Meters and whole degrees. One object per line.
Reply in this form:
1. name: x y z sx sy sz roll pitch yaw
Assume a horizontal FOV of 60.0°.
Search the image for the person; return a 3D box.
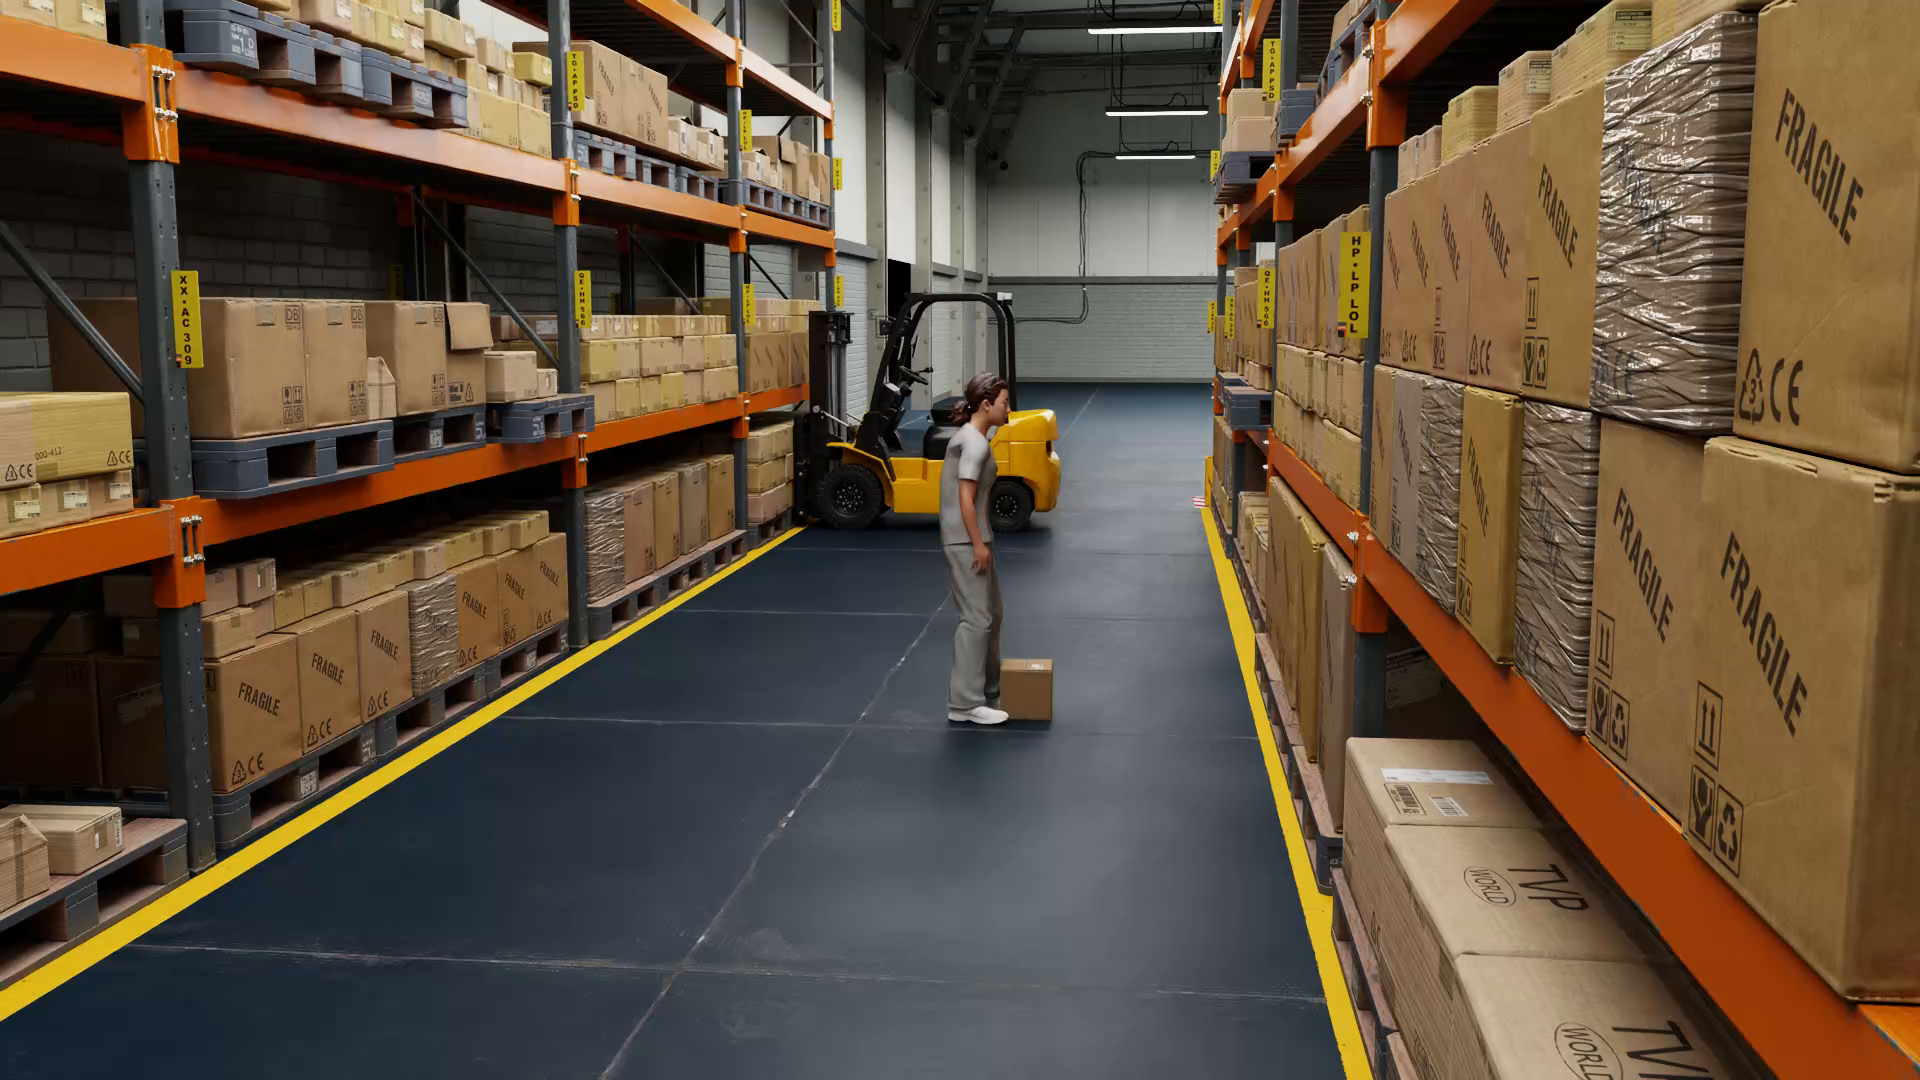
1. person: 0.106 0.028 8.099 0.417 1.671 0.511 0 8 3
